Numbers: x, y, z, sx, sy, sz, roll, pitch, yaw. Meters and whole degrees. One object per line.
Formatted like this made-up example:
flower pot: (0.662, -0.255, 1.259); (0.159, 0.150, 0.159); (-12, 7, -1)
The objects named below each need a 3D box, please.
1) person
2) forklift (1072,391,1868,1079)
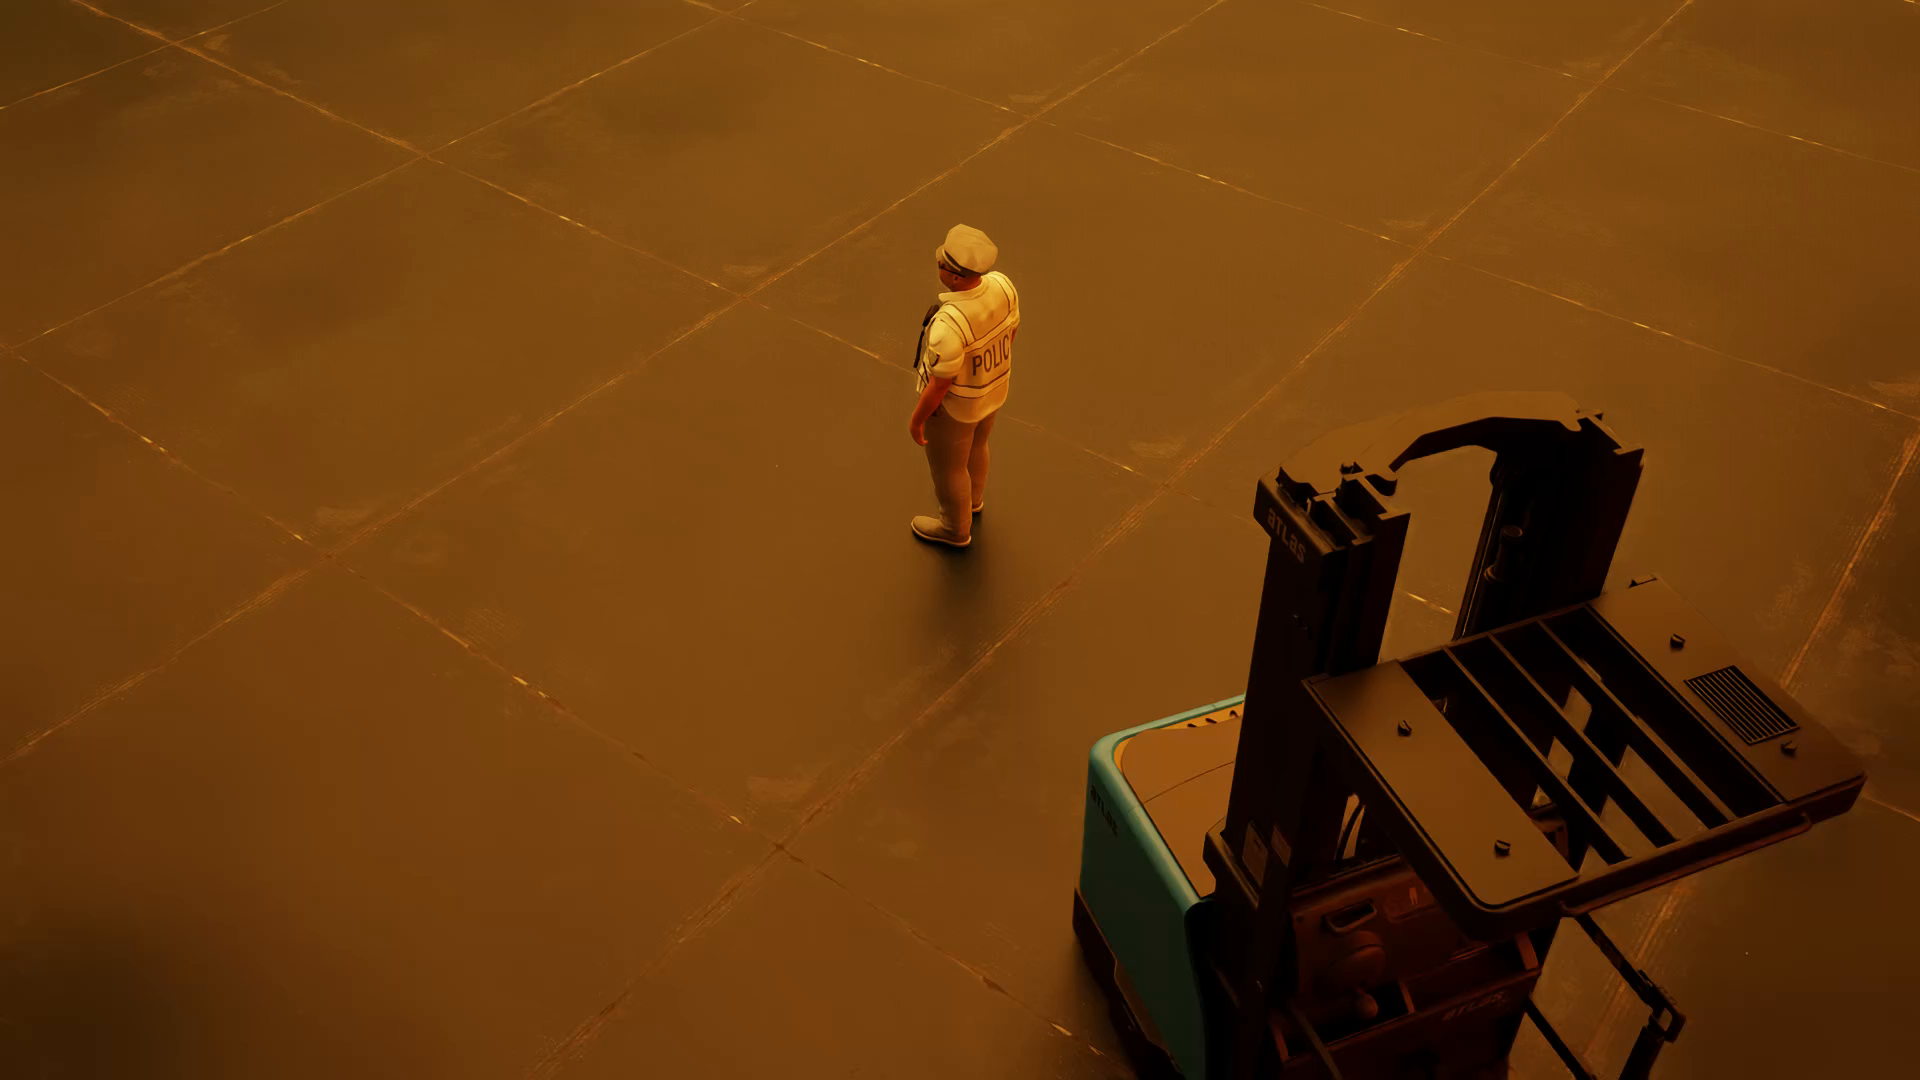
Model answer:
person: (-0.054, -0.720, 7.794); (0.575, 1.781, 0.640); (26, 47, 28)
forklift: (1.453, 1.180, 4.690); (1.130, 2.935, 3.031); (-14, 43, -16)
